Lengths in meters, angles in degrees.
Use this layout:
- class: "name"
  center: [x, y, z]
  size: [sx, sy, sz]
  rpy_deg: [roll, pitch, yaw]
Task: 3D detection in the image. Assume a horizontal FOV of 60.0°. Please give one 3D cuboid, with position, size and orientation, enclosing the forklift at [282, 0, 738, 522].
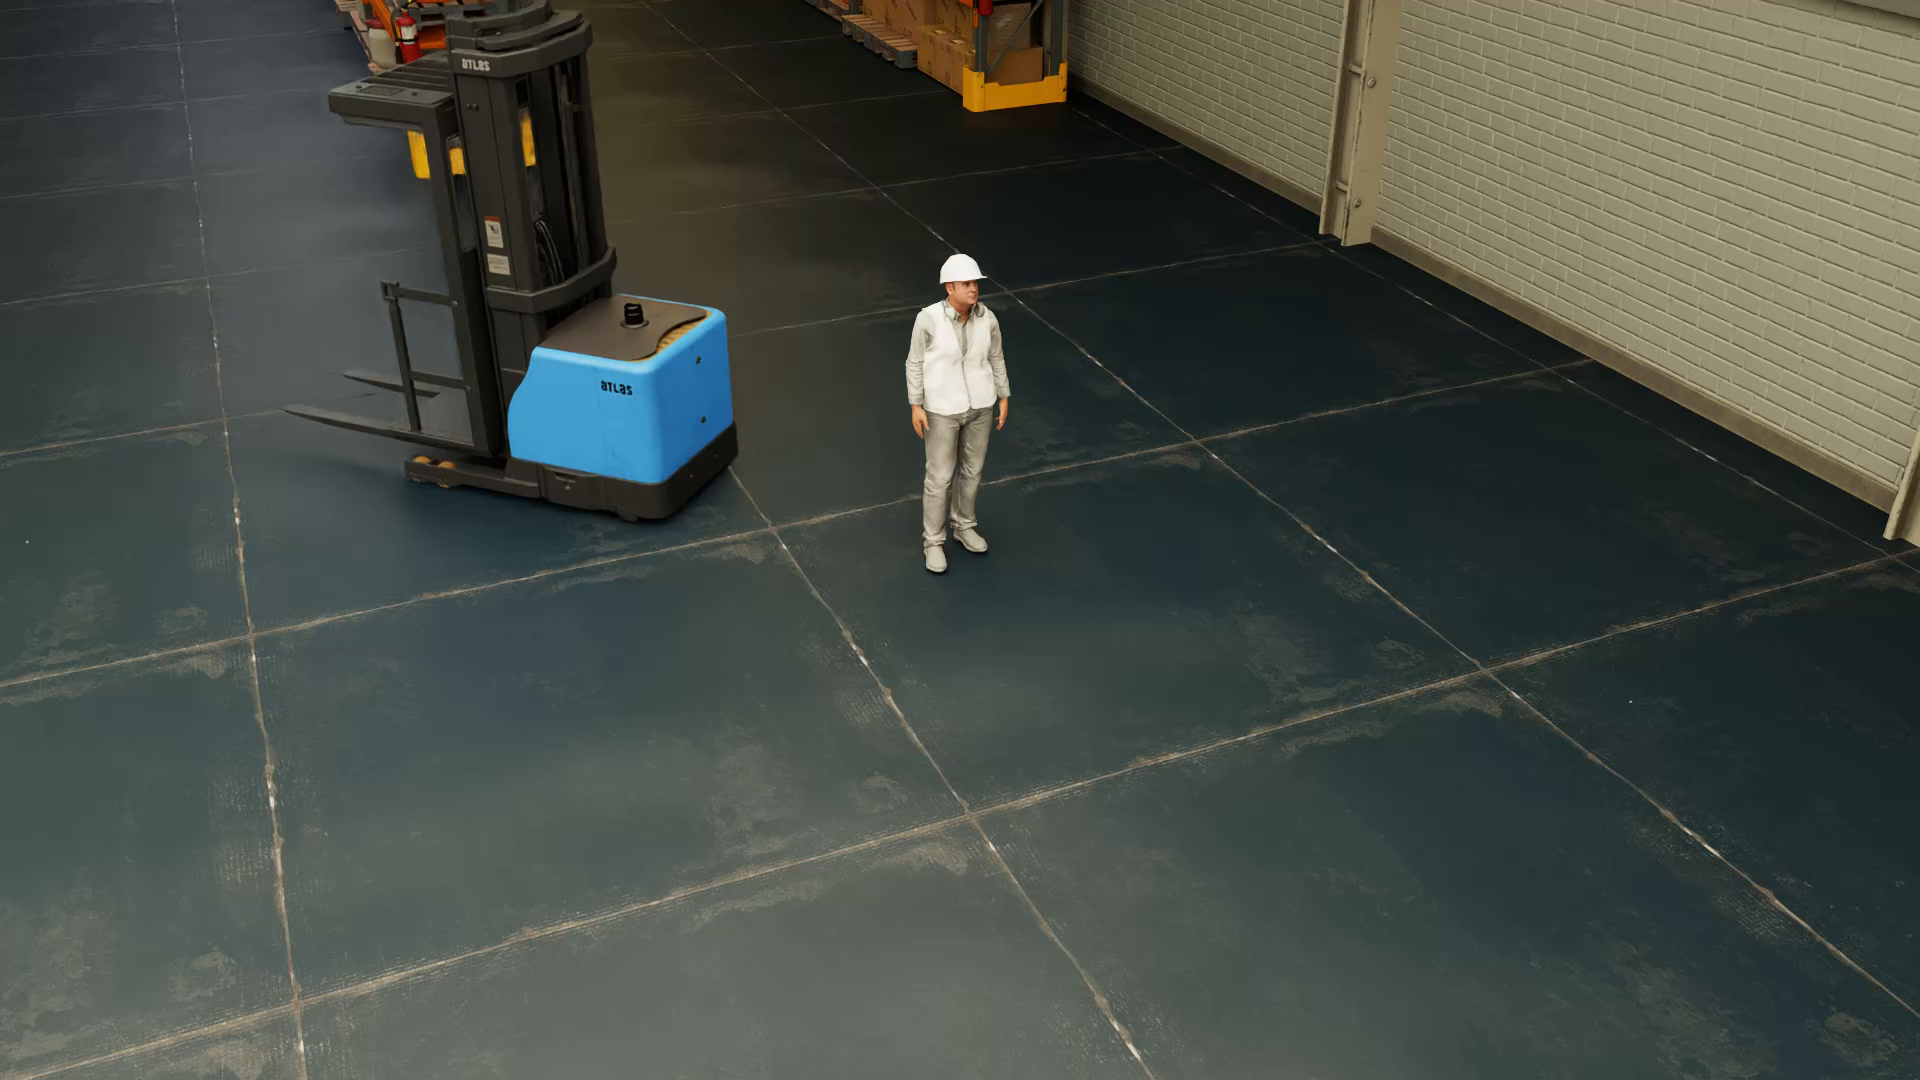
- class: "forklift"
  center: [-3.026, -1.838, 10.335]
  size: [3.031, 2.935, 1.130]
  rpy_deg: [11, 32, 19]

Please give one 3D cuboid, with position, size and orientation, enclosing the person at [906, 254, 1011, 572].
- class: "person"
  center: [0.017, -0.747, 9.577]
  size: [0.632, 1.773, 0.568]
  rpy_deg: [-12, 32, -20]
